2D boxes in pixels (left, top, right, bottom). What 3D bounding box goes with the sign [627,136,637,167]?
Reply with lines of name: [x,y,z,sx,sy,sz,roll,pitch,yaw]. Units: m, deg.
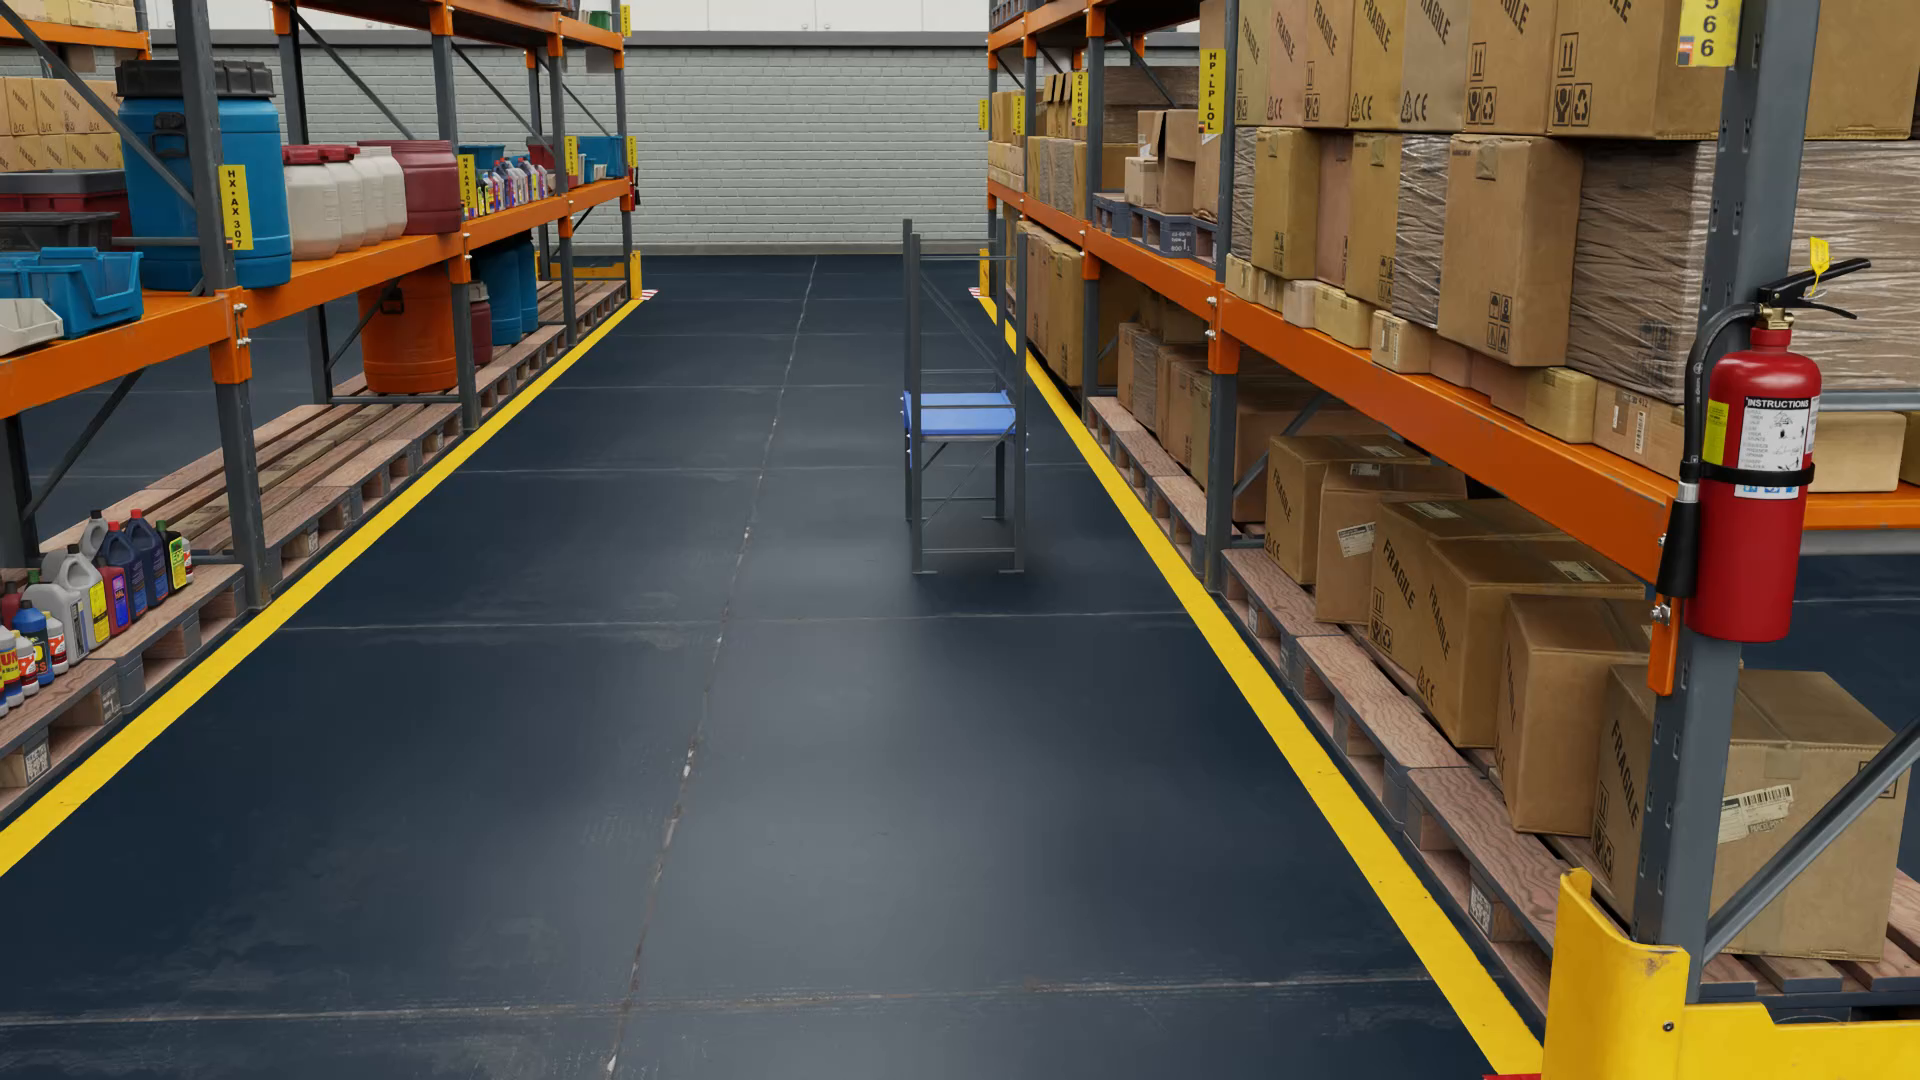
sign: [-3.580,-4.237,18.148,0.100,0.325,0.005,-1,14,-3]

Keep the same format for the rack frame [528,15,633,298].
rack frame: [-4.128,-4.146,18.120,1.000,3.000,0.127,-1,14,-3]

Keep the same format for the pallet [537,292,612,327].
pallet: [-4.043,-2.287,16.491,1.003,0.211,1.213,-1,14,-3]

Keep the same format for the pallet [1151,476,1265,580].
pallet: [1.510,-0.081,7.918,1.003,0.211,1.213,-1,14,-3]

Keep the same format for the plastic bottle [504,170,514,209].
plastic bottle: [-3.396,-2.637,12.491,0.061,0.283,0.133,-1,14,-3]

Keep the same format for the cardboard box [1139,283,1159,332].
cardboard box: [1.383,-1.432,10.202,0.500,0.250,0.500,0,14,-1]

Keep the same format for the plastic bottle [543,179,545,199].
plastic bottle: [-3.498,-2.933,13.806,0.097,0.201,0.097,0,14,0]

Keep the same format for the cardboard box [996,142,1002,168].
cardboard box: [0.642,-3.916,16.930,0.500,0.250,0.500,-1,14,-5]

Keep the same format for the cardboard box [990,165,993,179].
cardboard box: [0.526,-3.943,17.837,0.380,0.149,0.250,-1,14,-4]

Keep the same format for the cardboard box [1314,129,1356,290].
cardboard box: [1.653,-1.070,5.367,0.875,0.500,0.500,-1,14,-3]

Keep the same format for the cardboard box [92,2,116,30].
cardboard box: [-8.757,-5.202,16.506,0.500,0.250,0.500,-1,14,-3]

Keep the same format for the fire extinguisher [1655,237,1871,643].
fire extinguisher: [1.354,-0.170,2.823,0.296,0.674,0.183,-1,14,-3]

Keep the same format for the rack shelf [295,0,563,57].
rack shelf: [-3.756,-3.758,12.036,1.077,0.370,4.000,-1,14,-3]

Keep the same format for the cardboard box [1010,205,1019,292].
cardboard box: [0.992,-3.012,17.136,0.875,0.875,0.875,-1,14,-3]

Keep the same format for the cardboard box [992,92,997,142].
cardboard box: [0.607,-4.409,17.342,0.500,0.500,0.500,-1,14,-5]

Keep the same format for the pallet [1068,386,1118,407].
pallet: [1.338,-1.079,11.798,1.003,0.211,1.213,-1,14,-3]

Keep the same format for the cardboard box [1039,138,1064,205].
cardboard box: [0.905,-2.908,13.109,0.500,0.500,0.500,-1,14,-5]

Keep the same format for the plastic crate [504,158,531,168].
plastic crate: [-4.341,-3.625,16.312,0.416,0.233,0.300,-1,14,-3]

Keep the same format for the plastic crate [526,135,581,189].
plastic crate: [-3.685,-3.437,15.116,0.402,0.464,0.583,-1,14,-3]

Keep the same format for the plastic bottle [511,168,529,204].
plastic bottle: [-3.479,-2.782,13.067,0.152,0.276,0.135,-1,14,-3]

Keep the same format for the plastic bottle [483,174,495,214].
plastic bottle: [-3.373,-2.466,11.848,0.097,0.271,0.097,0,14,0]

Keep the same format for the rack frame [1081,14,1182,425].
rack frame: [1.311,-2.233,10.684,1.000,3.000,0.127,-1,14,-3]

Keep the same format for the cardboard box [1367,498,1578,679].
cardboard box: [1.704,0.165,5.539,0.500,0.500,0.500,-2,15,-8]

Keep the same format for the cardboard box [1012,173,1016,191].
cardboard box: [0.686,-3.304,15.354,0.380,0.149,0.250,-1,14,-4]

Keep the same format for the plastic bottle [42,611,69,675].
plastic bottle: [-2.984,0.334,5.442,0.097,0.201,0.097,0,14,0]

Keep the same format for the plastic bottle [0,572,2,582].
plastic bottle: [-3.802,0.033,6.471,0.097,0.271,0.097,0,14,0]

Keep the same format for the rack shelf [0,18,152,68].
rack shelf: [-8.948,-4.677,15.609,1.077,0.370,4.000,-1,14,-3]

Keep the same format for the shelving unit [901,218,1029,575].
shelving unit: [0.005,-0.705,7.757,0.538,1.500,1.048,-1,14,-3]

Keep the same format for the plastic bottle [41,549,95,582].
plastic bottle: [-3.191,0.157,5.981,0.152,0.276,0.135,-1,14,-3]

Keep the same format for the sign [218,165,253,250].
sign: [-2.834,-1.301,6.508,0.100,0.325,0.005,-1,14,-3]

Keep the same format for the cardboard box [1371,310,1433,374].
cardboard box: [1.386,-0.561,4.689,0.380,0.149,0.250,-1,14,-3]

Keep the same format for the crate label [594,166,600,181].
crate label: [-3.851,-3.706,16.819,0.396,0.136,0.243,-1,14,-3]

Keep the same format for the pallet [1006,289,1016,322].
pallet: [1.016,-2.371,16.820,1.003,0.211,1.213,-1,14,-3]

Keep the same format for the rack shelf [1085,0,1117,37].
rack shelf: [1.435,-2.840,8.467,1.077,0.370,4.000,-1,14,-3]

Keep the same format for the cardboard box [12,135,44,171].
cardboard box: [-8.618,-3.382,14.951,0.500,0.500,0.500,-1,14,-2]

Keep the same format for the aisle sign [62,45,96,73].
aisle sign: [-9.369,-5.342,17.551,0.394,0.787,0.004,-1,14,-3]

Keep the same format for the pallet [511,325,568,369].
pallet: [-3.874,-1.608,13.852,1.003,0.211,1.213,-1,14,-3]

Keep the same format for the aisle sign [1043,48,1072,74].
aisle sign: [1.111,-5.504,18.181,0.394,0.787,0.004,-1,14,-3]

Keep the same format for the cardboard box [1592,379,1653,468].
cardboard box: [1.569,-0.251,3.487,0.380,0.149,0.250,-1,14,-3]

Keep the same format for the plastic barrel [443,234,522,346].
plastic barrel: [-3.819,-2.027,13.251,0.600,0.901,0.708,-1,14,-3]

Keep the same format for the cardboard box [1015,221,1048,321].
cardboard box: [1.123,-2.243,14.146,1.225,0.875,0.875,-1,14,-3]

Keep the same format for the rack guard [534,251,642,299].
rack guard: [-4.142,-2.941,18.454,1.175,0.500,0.348,-1,14,-3]

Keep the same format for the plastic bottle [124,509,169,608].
plastic bottle: [-3.057,0.064,6.191,0.144,0.351,0.185,-1,14,-5]

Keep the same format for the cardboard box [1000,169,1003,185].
cardboard box: [0.605,-3.625,16.599,0.380,0.149,0.250,-1,14,-5]

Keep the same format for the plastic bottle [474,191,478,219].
plastic bottle: [-3.365,-2.324,11.287,0.152,0.276,0.135,-1,14,-3]

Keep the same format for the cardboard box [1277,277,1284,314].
cardboard box: [1.343,-0.872,5.900,0.380,0.149,0.250,-1,14,-3]

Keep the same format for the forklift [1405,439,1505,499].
forklift: [3.918,-1.777,9.050,3.031,2.935,1.130,-9,17,-31]

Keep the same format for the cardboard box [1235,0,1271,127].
cardboard box: [1.333,-1.799,6.193,0.500,0.500,0.500,-1,14,-3]

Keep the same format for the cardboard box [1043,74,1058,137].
cardboard box: [1.111,-3.603,13.796,0.797,0.503,0.637,-1,14,-5]

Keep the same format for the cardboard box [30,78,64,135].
cardboard box: [-8.636,-3.986,15.291,0.500,0.500,0.500,-1,14,-5]

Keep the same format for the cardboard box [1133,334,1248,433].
cardboard box: [1.420,-0.931,9.759,0.700,0.500,0.500,-2,15,-8]

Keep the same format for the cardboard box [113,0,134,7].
cardboard box: [-8.785,-5.569,16.927,0.500,0.250,0.500,-1,14,-3]

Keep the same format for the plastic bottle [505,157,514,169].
plastic bottle: [-3.640,-2.901,13.382,0.144,0.351,0.185,-1,14,-3]

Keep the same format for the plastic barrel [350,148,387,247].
plastic barrel: [-3.329,-1.853,8.984,0.421,0.512,0.421,0,14,0]

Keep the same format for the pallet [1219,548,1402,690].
pallet: [1.636,0.279,6.518,1.003,0.211,1.213,-1,14,-3]

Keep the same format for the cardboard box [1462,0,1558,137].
cardboard box: [1.490,-1.177,3.777,0.500,0.500,0.500,-1,14,-3]
